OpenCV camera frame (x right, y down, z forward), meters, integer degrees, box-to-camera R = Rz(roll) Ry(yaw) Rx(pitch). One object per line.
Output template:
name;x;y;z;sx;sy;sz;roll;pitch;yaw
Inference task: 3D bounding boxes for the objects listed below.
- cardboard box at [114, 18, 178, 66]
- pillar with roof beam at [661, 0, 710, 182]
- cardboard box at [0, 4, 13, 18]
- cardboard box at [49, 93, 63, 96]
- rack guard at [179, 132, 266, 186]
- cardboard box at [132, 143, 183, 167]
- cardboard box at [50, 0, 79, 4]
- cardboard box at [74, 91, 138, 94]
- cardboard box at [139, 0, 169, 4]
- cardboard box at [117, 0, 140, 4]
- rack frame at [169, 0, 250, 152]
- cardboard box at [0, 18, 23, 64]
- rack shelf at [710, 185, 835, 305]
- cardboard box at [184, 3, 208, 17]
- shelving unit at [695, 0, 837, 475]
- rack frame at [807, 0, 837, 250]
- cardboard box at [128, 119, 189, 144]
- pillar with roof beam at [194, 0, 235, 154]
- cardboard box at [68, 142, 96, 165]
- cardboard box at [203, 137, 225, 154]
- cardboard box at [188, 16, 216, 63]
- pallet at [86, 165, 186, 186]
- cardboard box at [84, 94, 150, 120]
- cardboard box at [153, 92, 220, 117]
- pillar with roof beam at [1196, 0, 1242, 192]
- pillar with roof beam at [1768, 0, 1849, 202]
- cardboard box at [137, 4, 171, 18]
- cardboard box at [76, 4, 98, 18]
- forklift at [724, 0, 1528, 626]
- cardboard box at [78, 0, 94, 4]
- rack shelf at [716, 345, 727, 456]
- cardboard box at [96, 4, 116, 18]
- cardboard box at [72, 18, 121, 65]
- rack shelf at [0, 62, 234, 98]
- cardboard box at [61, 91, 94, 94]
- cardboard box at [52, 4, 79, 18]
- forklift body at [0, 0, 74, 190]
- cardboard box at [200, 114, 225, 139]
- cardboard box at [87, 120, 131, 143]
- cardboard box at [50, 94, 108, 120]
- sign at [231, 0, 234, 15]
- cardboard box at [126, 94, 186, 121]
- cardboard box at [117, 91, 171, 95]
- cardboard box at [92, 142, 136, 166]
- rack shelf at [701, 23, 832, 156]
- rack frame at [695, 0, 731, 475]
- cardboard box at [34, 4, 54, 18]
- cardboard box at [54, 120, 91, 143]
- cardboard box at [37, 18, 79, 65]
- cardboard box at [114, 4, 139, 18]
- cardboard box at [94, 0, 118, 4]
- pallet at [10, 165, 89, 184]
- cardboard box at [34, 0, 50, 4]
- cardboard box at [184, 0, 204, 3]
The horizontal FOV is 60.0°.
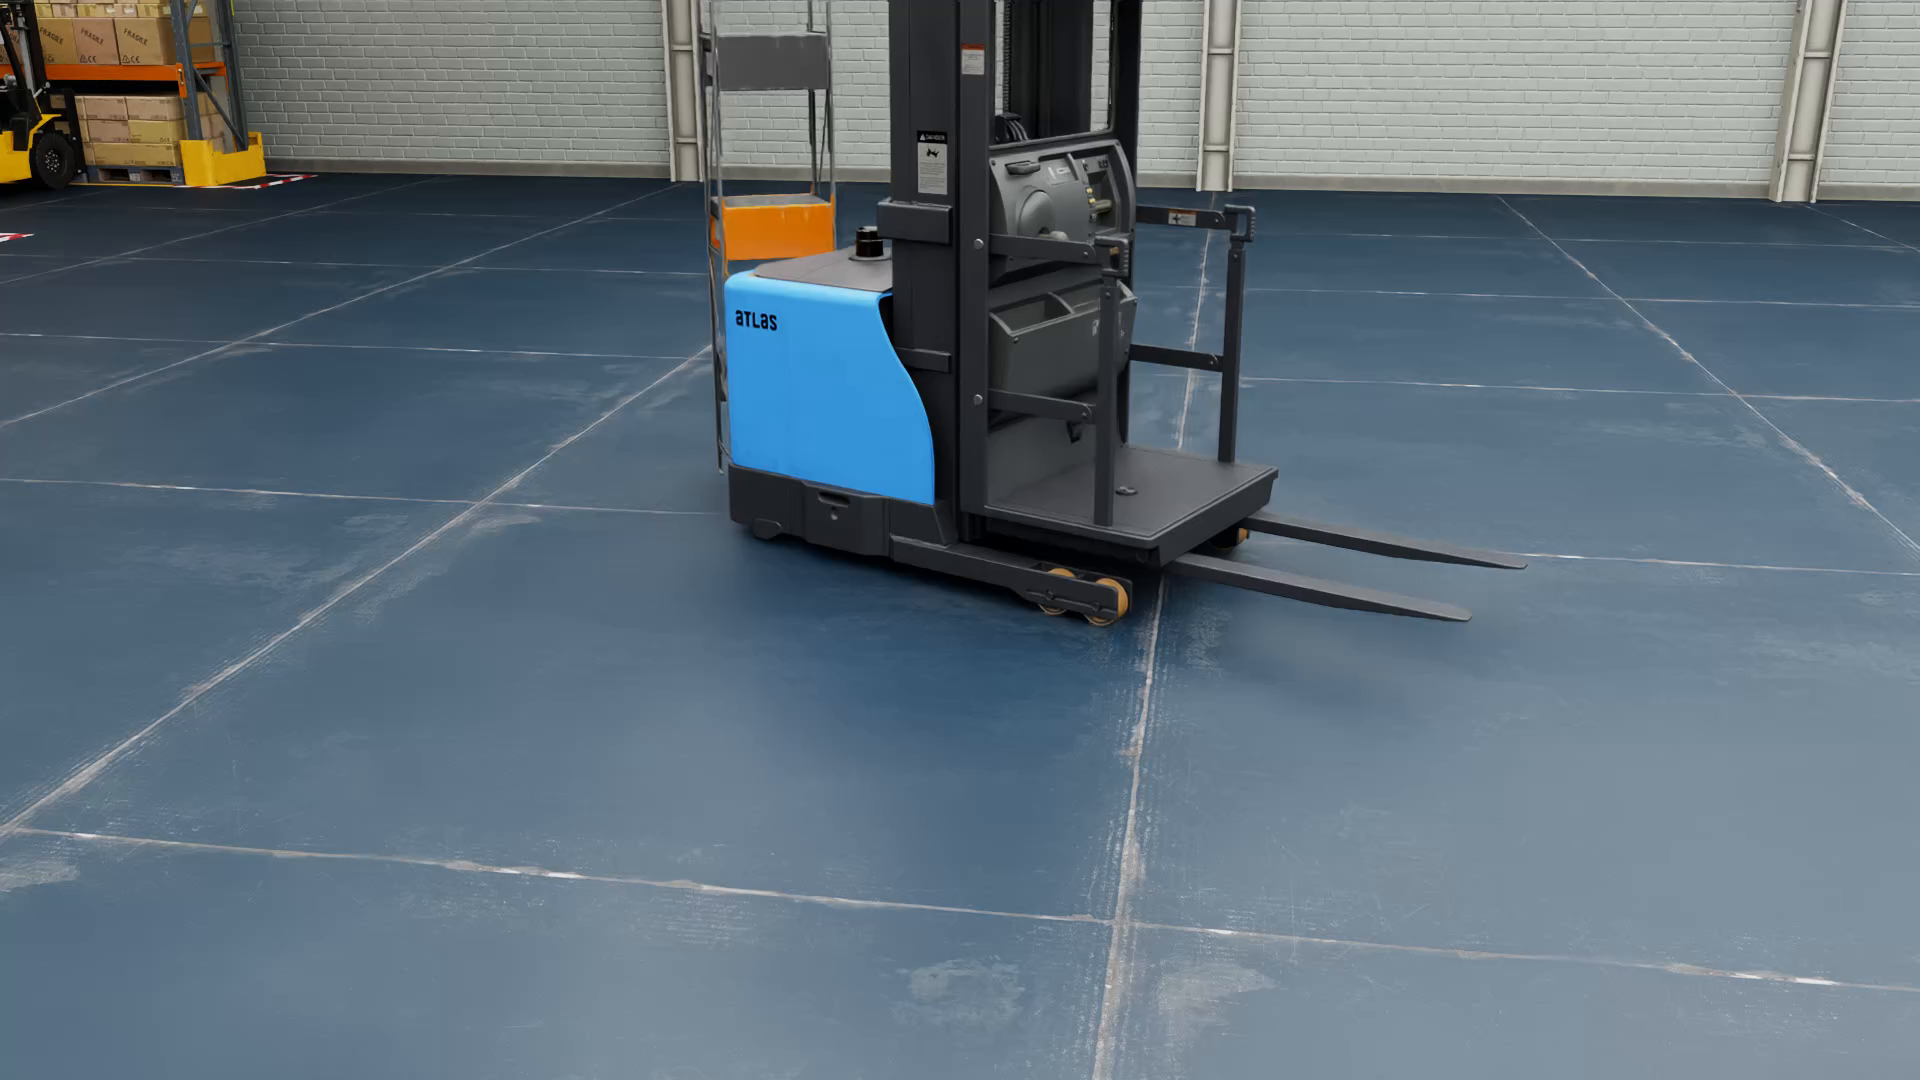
cardboard box;-9.022;-5.569;18.562;0.500;0.500;0.500;3;19;7
pillar with roof beam;-3.798;-7.091;13.814;0.400;9.000;9.100;3;19;9
cardboard box;-10.647;-5.953;18.688;0.250;0.149;0.380;3;19;8
cardboard box;-10.503;-4.948;18.960;0.500;0.250;0.500;3;19;8
rack guard;-8.471;-4.393;19.143;0.348;0.500;1.175;3;19;9
cardboard box;-9.009;-4.399;18.895;0.500;0.250;0.500;3;19;9
cardboard box;-9.902;-6.049;18.505;0.250;0.149;0.380;3;19;10
cardboard box;-9.925;-5.085;19.368;0.500;0.250;0.500;3;19;8
cardboard box;-8.882;-6.027;18.441;0.250;0.149;0.380;3;19;9
cardboard box;-9.130;-6.030;18.449;0.250;0.149;0.380;3;19;9
rack frame;-8.495;-5.579;18.750;0.127;3.000;1.000;3;19;9
cardboard box;-10.537;-5.646;18.791;0.500;0.500;0.500;3;19;9
rack shelf;-0.833;-1.271;7.337;0.480;0.518;0.431;-6;19;-16
cardboard box;-8.788;-6.033;18.925;0.250;0.149;0.380;2;19;7
shelving unit;-0.833;-1.284;7.332;0.503;2.100;0.431;-6;19;-16
rack frame;-0.600;-1.307;7.401;0.015;2.100;0.400;-6;19;-16
cardboard box;-9.025;-4.638;18.821;0.500;0.250;0.500;3;19;8
pillar with roof beam;-9.722;-7.393;14.716;0.400;9.000;9.100;3;19;9
cardboard box;-9.991;-4.455;19.062;0.500;0.250;0.500;3;19;9
cardboard box;-8.949;-4.560;19.377;0.500;0.250;0.500;3;19;9
cardboard box;-8.940;-5.739;19.069;0.500;0.500;0.500;4;19;10
pallet;-9.256;-4.282;19.268;1.213;0.211;1.003;3;19;9
cardboard box;-9.504;-4.898;18.810;0.500;0.250;0.500;3;19;10
cardboard box;-8.939;-5.032;19.211;0.500;0.250;0.500;3;19;8
pillar with roof beam;2.126;-6.789;12.911;0.400;9.000;9.100;3;19;9
pillar with roof beam;8.050;-6.487;12.009;0.400;9.000;9.100;3;19;9
cardboard box;-8.881;-5.864;18.421;0.250;0.149;0.380;3;19;9
cardboard box;-9.628;-5.916;18.576;0.250;0.149;0.380;3;19;8
forklift;0.559;-1.277;6.001;3.031;2.935;1.130;12;22;32
cardboard box;-9.627;-6.070;18.570;0.250;0.149;0.380;3;19;9
rack shelf;-0.833;-0.608;7.559;0.480;0.518;0.431;-6;19;-16
cardboard box;-9.385;-5.900;18.528;0.250;0.149;0.380;3;19;10
cardboard box;-9.533;-5.598;18.649;0.500;0.500;0.500;4;19;10
rack shelf;-10.469;-5.339;19.165;4.000;0.370;1.077;3;19;9
cardboard box;-10.430;-5.113;19.451;0.500;0.250;0.500;3;19;8
cardboard box;-9.899;-5.914;18.572;0.250;0.149;0.380;2;19;7
forklift body;-10.656;-4.701;17.462;1.214;2.155;2.313;3;19;9
cardboard box;-8.926;-4.800;19.306;0.500;0.250;0.500;3;19;10
cardboard box;-9.518;-4.667;18.907;0.500;0.250;0.500;3;19;8
cardboard box;-10.004;-4.920;18.876;0.500;0.250;0.500;3;19;9
sign;-8.401;-6.201;19.119;0.005;0.325;0.100;3;19;9
cardboard box;-8.999;-4.874;18.738;0.500;0.250;0.500;4;19;10
cardboard box;-9.433;-5.056;19.282;0.500;0.250;0.500;3;19;9
cardboard box;-9.498;-4.427;18.978;0.500;0.250;0.500;3;19;9
rack shelf;-0.833;-1.935;7.115;0.480;0.518;0.431;-6;19;-16
rack frame;-1.066;-1.261;7.264;0.015;2.100;0.400;-6;19;-16
cardboard box;-10.152;-5.921;18.591;0.250;0.149;0.380;3;19;9
cardboard box;-10.031;-4.686;18.965;0.500;0.250;0.500;2;19;7
cardboard box;-10.039;-5.624;18.726;0.500;0.500;0.500;3;19;8
cardboard box;-9.138;-5.867;18.432;0.250;0.149;0.380;3;19;10
cardboard box;-9.393;-6.035;18.463;0.250;0.149;0.380;3;19;10
pallet;-10.457;-4.344;19.454;1.213;0.211;1.003;3;19;9
cardboard box;-10.158;-6.060;18.539;0.250;0.149;0.380;3;19;10
cardboard box;-8.792;-6.159;18.835;0.250;0.149;0.380;3;19;8
